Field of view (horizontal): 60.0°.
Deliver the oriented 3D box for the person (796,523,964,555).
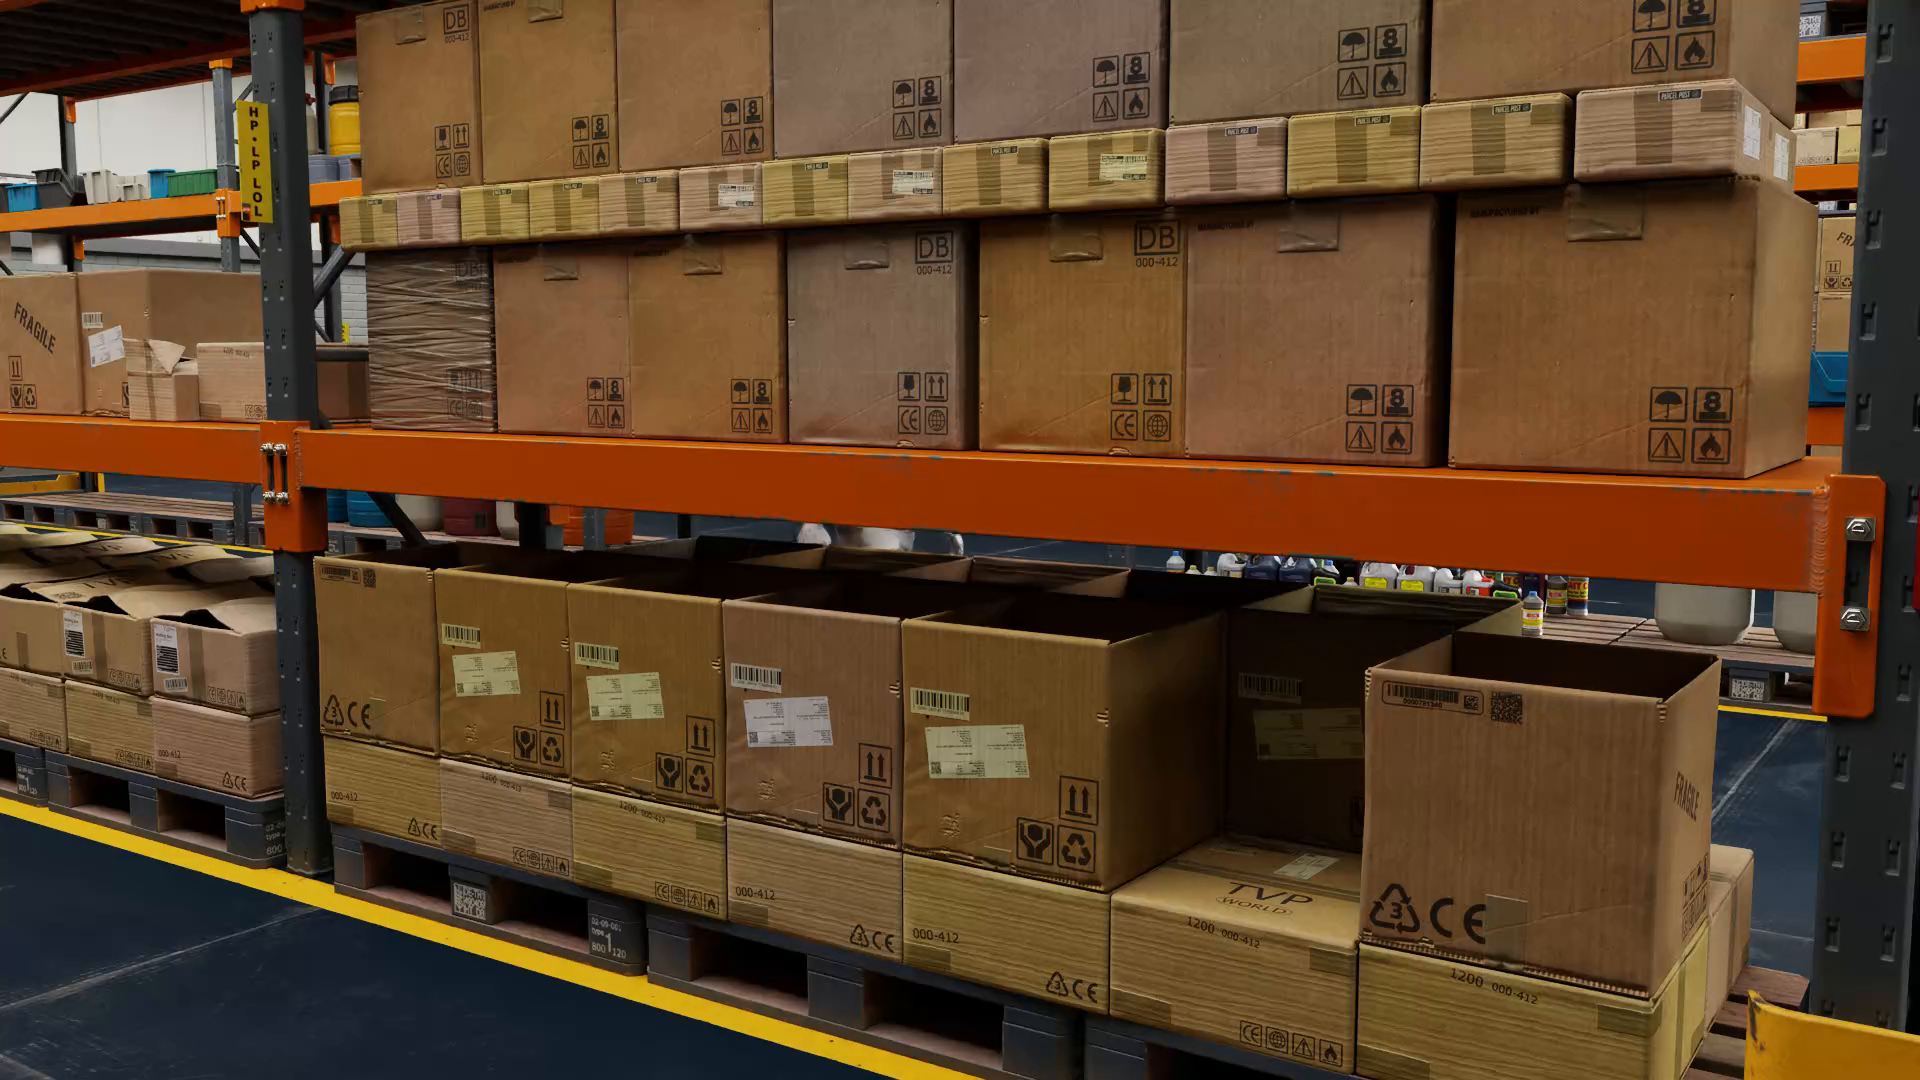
[{"bbox_3d":[-0.228,-0.057,6.047,1.008,1.721,0.577,4,7,33],"label":"person"}]
